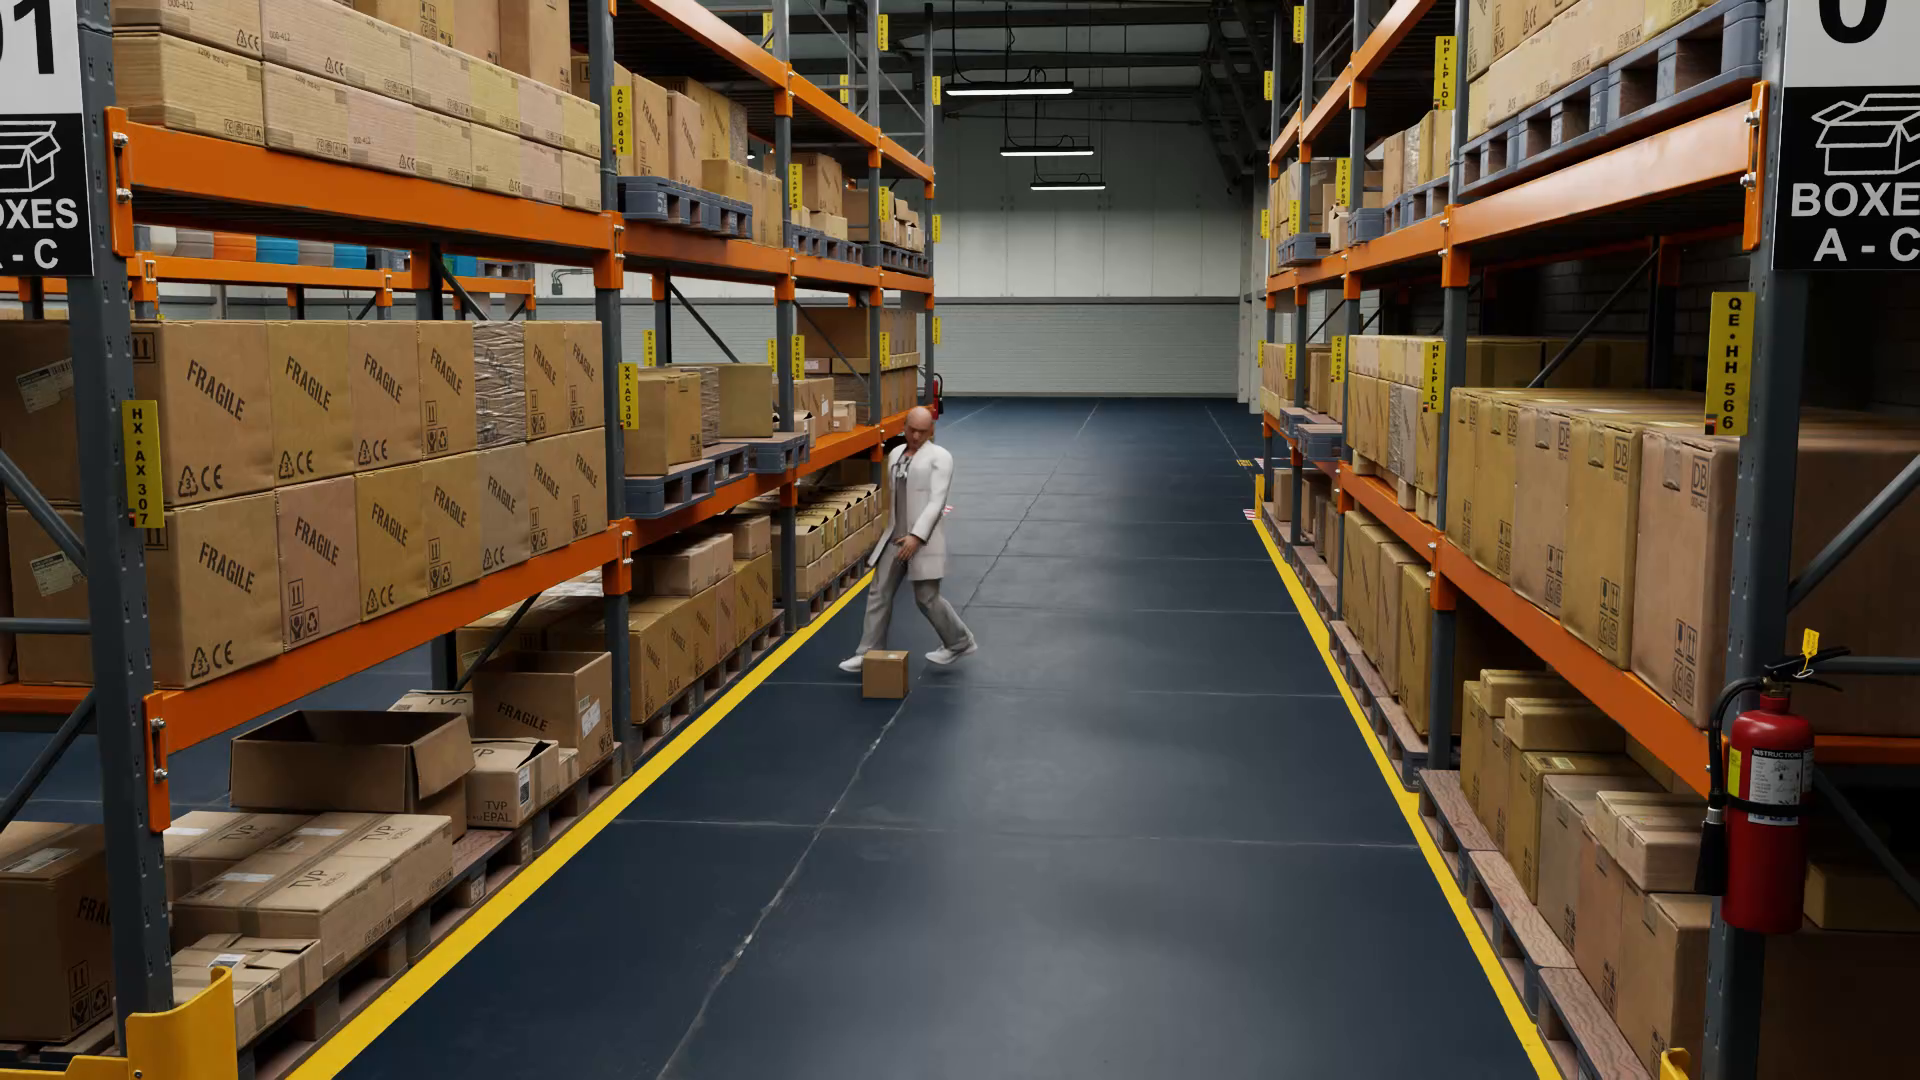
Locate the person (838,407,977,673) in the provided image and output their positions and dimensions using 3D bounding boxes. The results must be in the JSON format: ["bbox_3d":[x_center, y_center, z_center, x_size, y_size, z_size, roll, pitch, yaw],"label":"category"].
[{"bbox_3d":[-0.317,0.000,10.853,0.588,1.739,0.878,6,10,39],"label":"person"}]
